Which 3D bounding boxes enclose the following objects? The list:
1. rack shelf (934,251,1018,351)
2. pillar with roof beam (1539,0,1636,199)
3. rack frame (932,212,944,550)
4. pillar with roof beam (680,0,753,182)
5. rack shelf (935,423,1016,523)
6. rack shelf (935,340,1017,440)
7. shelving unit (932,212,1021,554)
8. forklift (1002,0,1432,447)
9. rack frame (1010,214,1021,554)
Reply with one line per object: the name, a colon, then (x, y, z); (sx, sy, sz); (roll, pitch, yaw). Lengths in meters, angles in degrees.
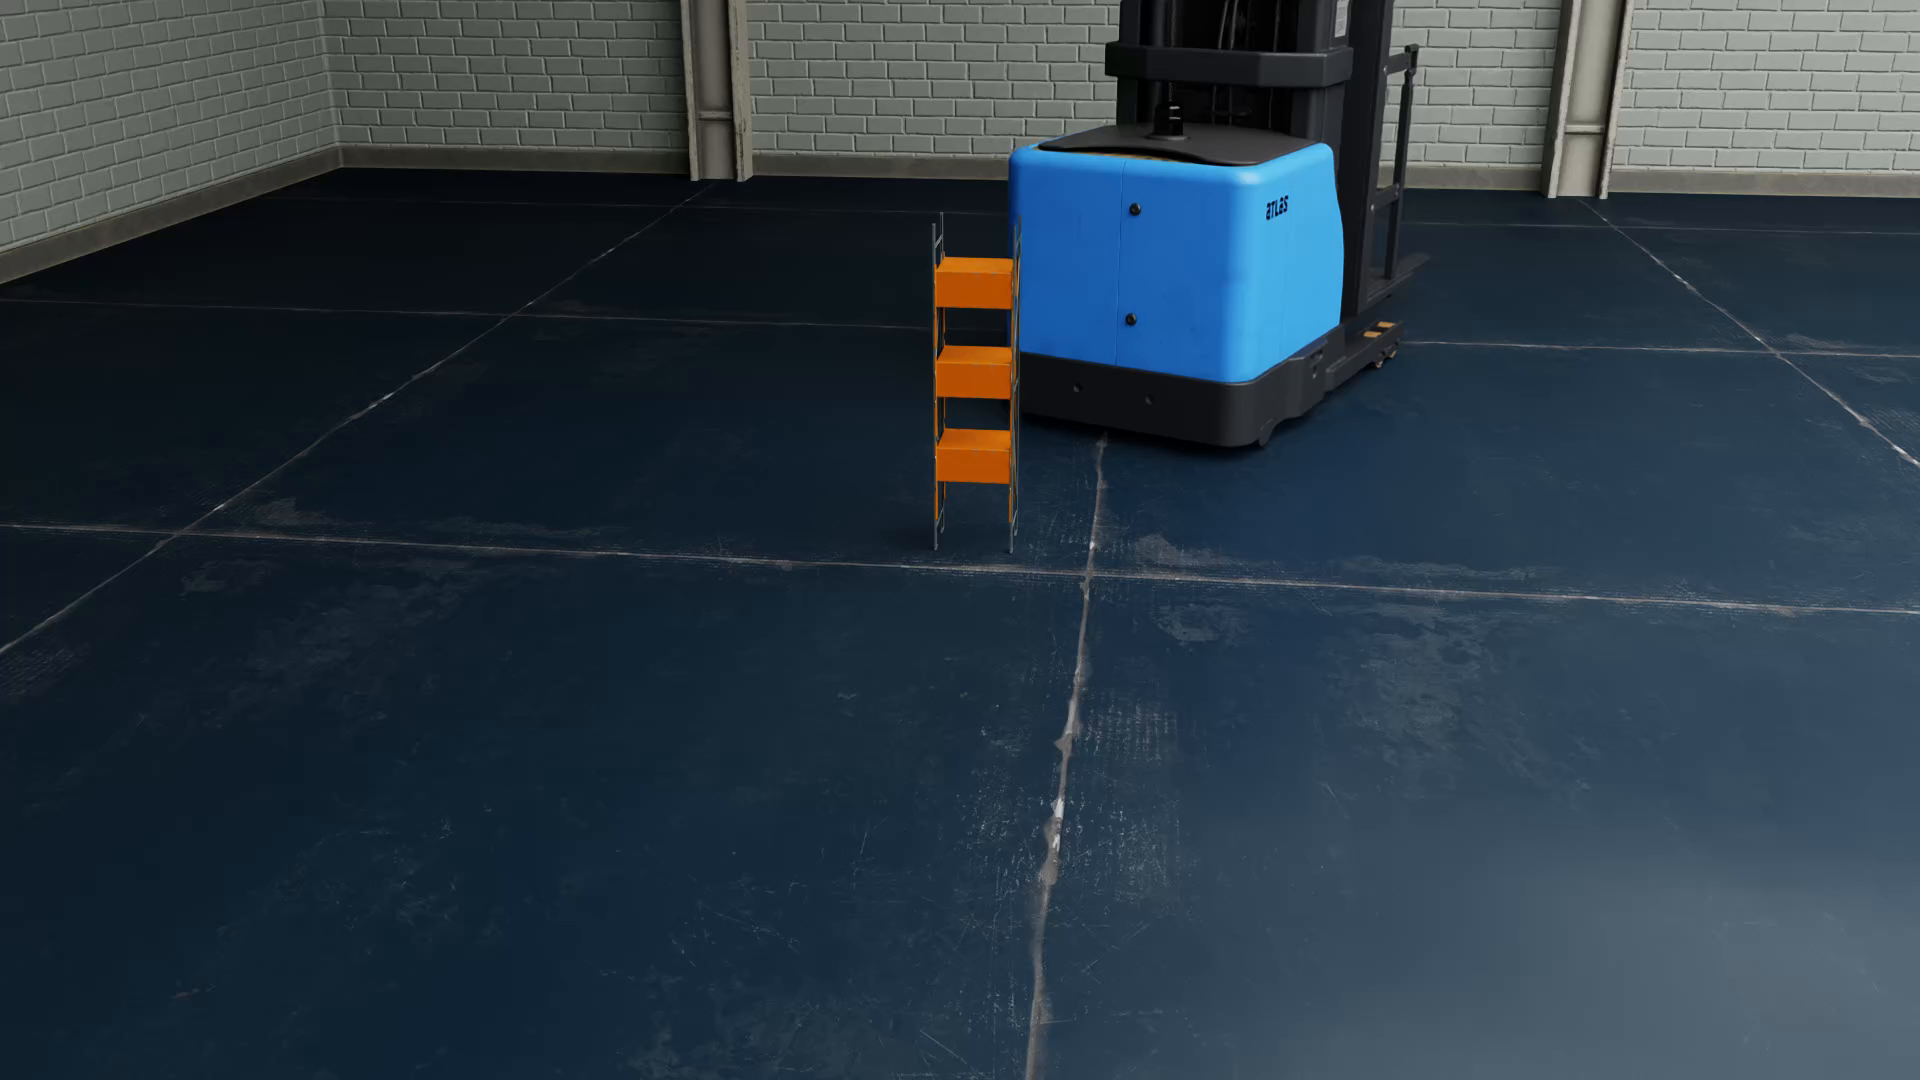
rack shelf: (0.053, -0.740, 5.141); (0.240, 0.259, 0.215); (2, 22, 6)
pillar with roof beam: (3.718, -4.998, 5.842); (0.400, 9.000, 9.100); (2, 22, 6)
rack frame: (-0.068, -0.491, 5.254); (0.008, 1.050, 0.200); (2, 22, 6)
pillar with roof beam: (-2.240, -5.257, 6.498); (0.400, 9.000, 9.100); (2, 22, 6)
rack shelf: (0.053, -0.218, 5.347); (0.240, 0.259, 0.215); (2, 22, 6)
rack shelf: (0.053, -0.476, 5.245); (0.240, 0.259, 0.215); (2, 22, 6)
shelving unit: (0.053, -0.486, 5.241); (0.252, 1.050, 0.215); (2, 22, 6)
forklift: (1.352, -2.200, 7.017); (1.130, 2.935, 3.031); (12, 25, 28)
rack frame: (0.174, -0.481, 5.228); (0.008, 1.050, 0.200); (2, 22, 6)
